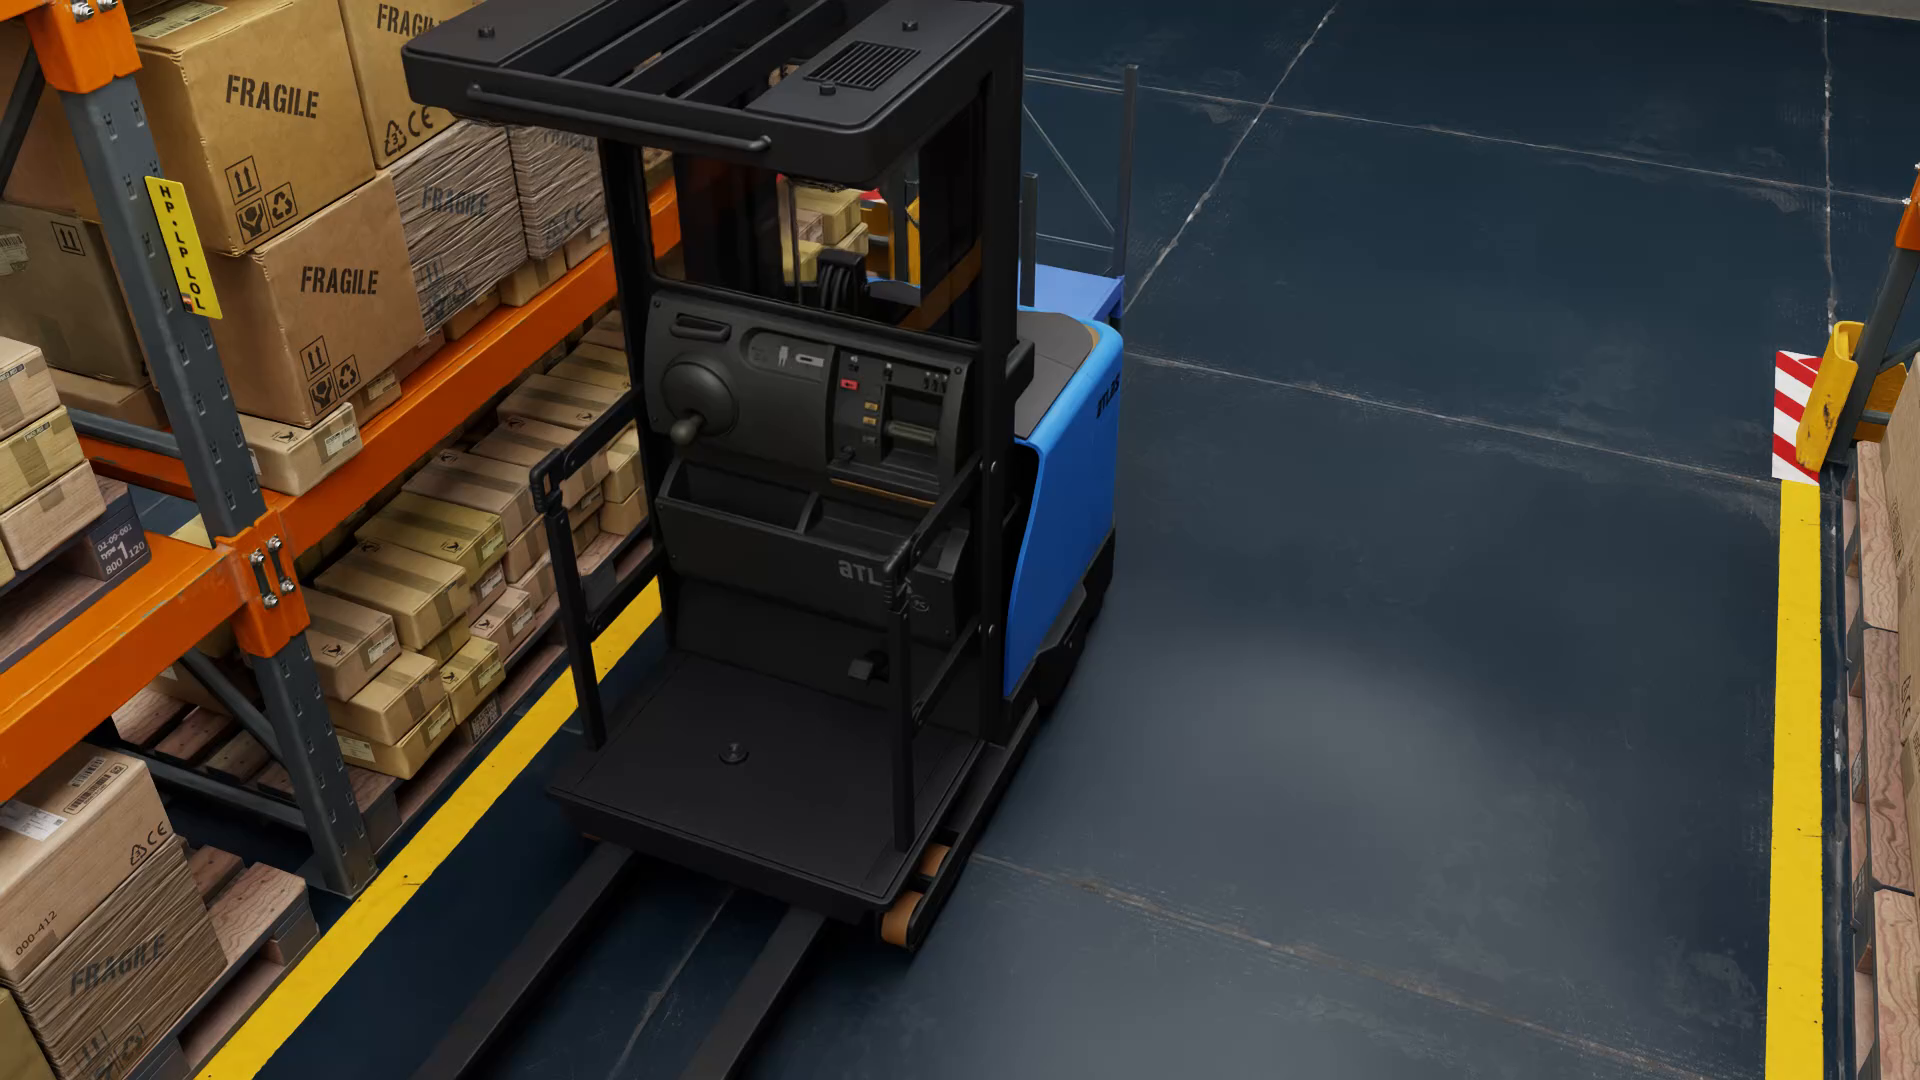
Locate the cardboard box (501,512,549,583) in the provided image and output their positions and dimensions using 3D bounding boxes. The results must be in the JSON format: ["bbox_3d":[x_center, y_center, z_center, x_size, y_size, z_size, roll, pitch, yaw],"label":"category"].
[{"bbox_3d":[-1.594,-0.020,5.554,0.380,0.149,0.250,12,38,15],"label":"cardboard box"}]

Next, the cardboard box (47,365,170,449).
[{"bbox_3d":[-2.313,-0.405,4.497,0.380,0.149,0.250,13,39,17],"label":"cardboard box"}]

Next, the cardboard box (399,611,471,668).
[{"bbox_3d":[-1.758,0.272,5.163,0.380,0.149,0.250,14,39,18],"label":"cardboard box"}]

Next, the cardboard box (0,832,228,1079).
[{"bbox_3d":[-2.254,1.006,4.136,0.500,0.500,0.500,13,39,17],"label":"cardboard box"}]

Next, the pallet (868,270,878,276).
[{"bbox_3d":[-1.054,-0.908,7.289,1.003,0.211,1.213,14,39,18],"label":"pallet"}]

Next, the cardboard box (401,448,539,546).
[{"bbox_3d":[-1.594,-0.142,5.469,0.380,0.149,0.250,13,39,17],"label":"cardboard box"}]

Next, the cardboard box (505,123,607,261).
[{"bbox_3d":[-1.377,-1.217,5.041,0.500,0.500,0.500,13,39,17],"label":"cardboard box"}]

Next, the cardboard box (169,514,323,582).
[{"bbox_3d":[-2.250,0.034,5.233,0.380,0.149,0.250,14,39,18],"label":"cardboard box"}]

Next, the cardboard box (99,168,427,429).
[{"bbox_3d":[-1.784,-0.671,4.310,0.500,0.500,0.500,13,39,17],"label":"cardboard box"}]

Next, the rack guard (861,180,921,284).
[{"bbox_3d":[-0.712,-1.466,7.794,1.175,0.500,0.348,14,39,18],"label":"rack guard"}]

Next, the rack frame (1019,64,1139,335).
[{"bbox_3d":[0.415,-1.177,6.571,0.500,1.500,0.032,14,39,18],"label":"rack frame"}]

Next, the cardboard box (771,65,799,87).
[{"bbox_3d":[-0.832,-1.746,6.290,0.380,0.149,0.250,15,39,19],"label":"cardboard box"}]

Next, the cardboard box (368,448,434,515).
[{"bbox_3d":[-1.991,-0.231,5.588,0.380,0.149,0.250,15,39,19],"label":"cardboard box"}]

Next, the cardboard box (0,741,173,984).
[{"bbox_3d":[-2.255,0.708,3.908,0.500,0.250,0.500,13,39,17],"label":"cardboard box"}]

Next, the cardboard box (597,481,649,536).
[{"bbox_3d":[-1.314,-0.177,6.012,0.380,0.149,0.250,13,39,17],"label":"cardboard box"}]

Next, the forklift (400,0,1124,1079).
[{"bbox_3d":[-0.501,-0.316,4.225,1.130,2.935,3.031,14,39,18],"label":"forklift"}]

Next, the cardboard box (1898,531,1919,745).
[{"bbox_3d":[3.434,0.317,5.109,0.875,0.438,0.875,15,39,19],"label":"cardboard box"}]

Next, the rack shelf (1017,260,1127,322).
[{"bbox_3d":[0.215,-0.753,6.305,0.538,0.185,1.000,14,39,18],"label":"rack shelf"}]

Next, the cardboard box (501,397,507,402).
[{"bbox_3d":[-1.676,-0.536,6.243,0.380,0.149,0.250,16,40,20],"label":"cardboard box"}]

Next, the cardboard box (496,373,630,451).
[{"bbox_3d":[-1.395,-0.434,5.859,0.380,0.149,0.250,12,38,16],"label":"cardboard box"}]

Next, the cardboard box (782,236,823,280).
[{"bbox_3d":[-0.780,-1.125,6.783,0.380,0.149,0.250,13,39,17],"label":"cardboard box"}]

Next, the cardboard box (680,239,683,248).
[{"bbox_3d":[-1.191,-1.381,7.126,0.380,0.149,0.250,15,39,19],"label":"cardboard box"}]

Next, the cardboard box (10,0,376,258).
[{"bbox_3d":[-1.808,-1.049,3.980,0.500,0.500,0.500,15,39,19],"label":"cardboard box"}]

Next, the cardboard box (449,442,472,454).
[{"bbox_3d":[-1.937,-0.254,5.866,0.380,0.149,0.250,15,39,19],"label":"cardboard box"}]

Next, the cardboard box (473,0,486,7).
[{"bbox_3d":[-1.405,-1.611,4.733,0.500,0.500,0.500,14,39,18],"label":"cardboard box"}]

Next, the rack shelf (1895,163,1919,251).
[{"bbox_3d":[3.172,-0.042,4.402,1.077,0.370,4.000,14,39,18],"label":"rack shelf"}]

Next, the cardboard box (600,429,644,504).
[{"bbox_3d":[-1.313,-0.292,5.918,0.380,0.149,0.250,14,39,17],"label":"cardboard box"}]

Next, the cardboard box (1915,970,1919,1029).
[{"bbox_3d":[2.749,1.312,3.779,0.875,0.438,0.875,13,39,17],"label":"cardboard box"}]

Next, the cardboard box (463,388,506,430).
[{"bbox_3d":[-1.882,-0.554,6.020,0.380,0.149,0.250,13,39,16],"label":"cardboard box"}]

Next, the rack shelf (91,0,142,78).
[{"bbox_3d":[-1.444,-2.315,4.937,1.077,0.370,4.000,14,39,18],"label":"rack shelf"}]

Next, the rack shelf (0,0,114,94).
[{"bbox_3d":[-2.966,-0.101,1.974,1.077,0.370,4.000,14,39,18],"label":"rack shelf"}]

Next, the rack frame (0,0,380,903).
[{"bbox_3d":[-2.205,-0.295,4.139,1.000,3.000,0.127,14,39,18],"label":"rack frame"}]

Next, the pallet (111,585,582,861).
[{"bbox_3d":[-1.983,0.442,5.482,1.003,0.211,1.213,14,39,18],"label":"pallet"}]

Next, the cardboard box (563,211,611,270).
[{"bbox_3d":[-1.339,-1.016,5.314,0.380,0.149,0.250,16,39,20],"label":"cardboard box"}]

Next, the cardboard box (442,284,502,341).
[{"bbox_3d":[-1.604,-0.745,4.951,0.380,0.149,0.250,12,38,16],"label":"cardboard box"}]

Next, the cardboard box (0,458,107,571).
[{"bbox_3d":[-2.173,-0.097,3.734,0.380,0.149,0.250,13,39,17],"label":"cardboard box"}]

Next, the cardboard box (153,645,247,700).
[{"bbox_3d":[-2.380,0.313,5.108,0.380,0.149,0.250,15,39,19],"label":"cardboard box"}]

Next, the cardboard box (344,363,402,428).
[{"bbox_3d":[-1.765,-0.436,4.538,0.380,0.149,0.250,15,39,19],"label":"cardboard box"}]

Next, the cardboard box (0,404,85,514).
[{"bbox_3d":[-2.174,-0.216,3.644,0.380,0.149,0.250,15,39,19],"label":"cardboard box"}]

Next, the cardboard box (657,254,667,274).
[{"bbox_3d":[-1.423,-1.115,6.769,0.380,0.149,0.250,12,38,16],"label":"cardboard box"}]

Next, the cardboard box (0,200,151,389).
[{"bbox_3d":[-2.283,-0.786,4.464,0.500,0.500,0.500,14,39,18],"label":"cardboard box"}]

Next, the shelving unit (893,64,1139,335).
[{"bbox_3d":[0.215,-0.897,6.197,0.538,1.500,1.048,14,39,18],"label":"shelving unit"}]

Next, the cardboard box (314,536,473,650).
[{"bbox_3d":[-1.723,0.158,5.066,0.380,0.149,0.250,16,40,20],"label":"cardboard box"}]

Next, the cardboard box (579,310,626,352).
[{"bbox_3d":[-1.191,-0.714,6.233,0.380,0.149,0.250,13,39,16],"label":"cardboard box"}]

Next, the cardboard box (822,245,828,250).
[{"bbox_3d":[-0.770,-1.165,7.085,0.380,0.149,0.250,13,39,17],"label":"cardboard box"}]

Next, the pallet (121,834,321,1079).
[{"bbox_3d":[-2.500,1.254,4.396,1.003,0.211,1.213,14,39,18],"label":"pallet"}]

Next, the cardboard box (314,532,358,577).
[{"bbox_3d":[-2.202,0.008,5.516,0.380,0.149,0.250,13,39,16],"label":"cardboard box"}]

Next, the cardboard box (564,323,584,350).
[{"bbox_3d":[-1.679,-0.828,6.386,0.380,0.149,0.250,14,39,18],"label":"cardboard box"}]

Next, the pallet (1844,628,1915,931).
[{"bbox_3d":[3.235,0.813,4.986,1.003,0.211,1.213,14,39,18],"label":"pallet"}]

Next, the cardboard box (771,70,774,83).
[{"bbox_3d":[-1.001,-1.794,5.813,0.500,0.500,0.500,14,39,18],"label":"cardboard box"}]

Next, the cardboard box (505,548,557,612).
[{"bbox_3d":[-1.572,0.102,5.638,0.380,0.149,0.250,13,39,17],"label":"cardboard box"}]

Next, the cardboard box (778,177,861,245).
[{"bbox_3d":[-0.651,-1.423,7.182,0.380,0.149,0.250,14,39,18],"label":"cardboard box"}]

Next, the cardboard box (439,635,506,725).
[{"bbox_3d":[-1.669,0.403,5.235,0.380,0.149,0.250,15,39,19],"label":"cardboard box"}]
